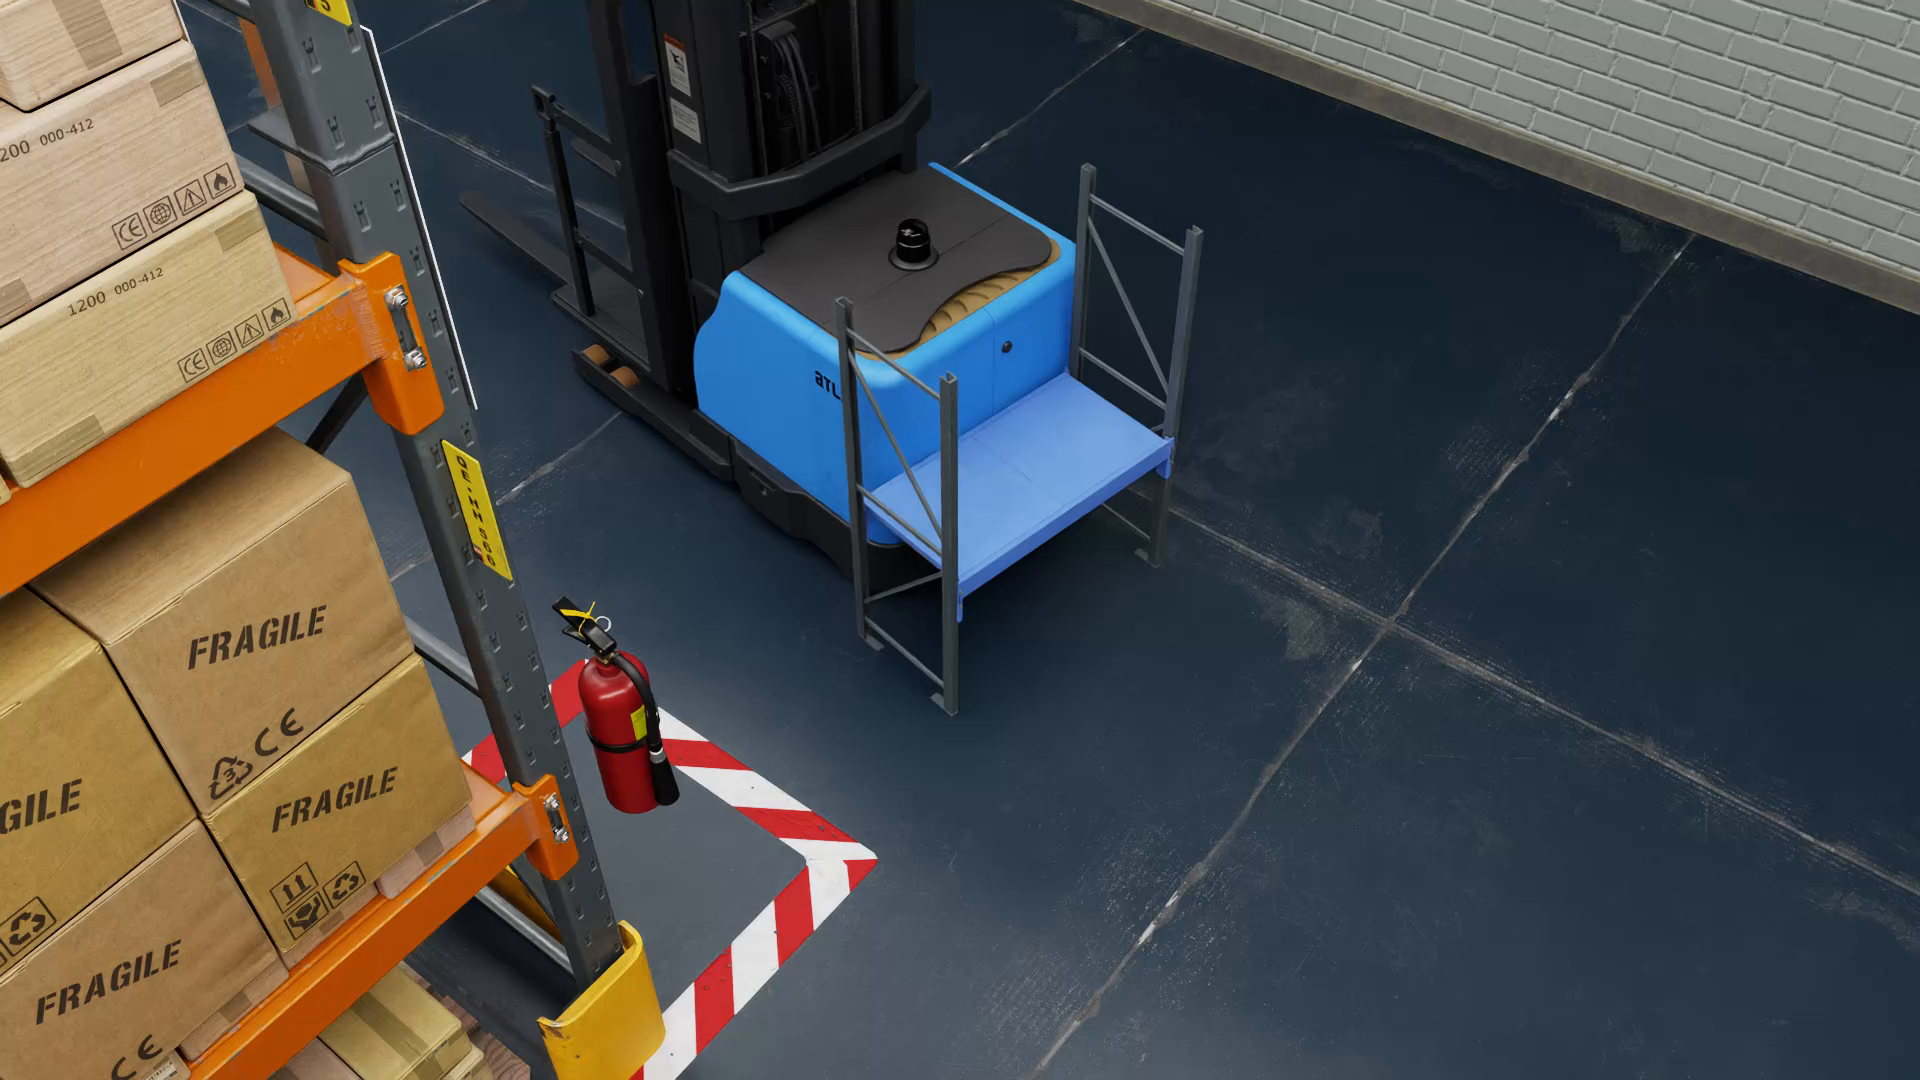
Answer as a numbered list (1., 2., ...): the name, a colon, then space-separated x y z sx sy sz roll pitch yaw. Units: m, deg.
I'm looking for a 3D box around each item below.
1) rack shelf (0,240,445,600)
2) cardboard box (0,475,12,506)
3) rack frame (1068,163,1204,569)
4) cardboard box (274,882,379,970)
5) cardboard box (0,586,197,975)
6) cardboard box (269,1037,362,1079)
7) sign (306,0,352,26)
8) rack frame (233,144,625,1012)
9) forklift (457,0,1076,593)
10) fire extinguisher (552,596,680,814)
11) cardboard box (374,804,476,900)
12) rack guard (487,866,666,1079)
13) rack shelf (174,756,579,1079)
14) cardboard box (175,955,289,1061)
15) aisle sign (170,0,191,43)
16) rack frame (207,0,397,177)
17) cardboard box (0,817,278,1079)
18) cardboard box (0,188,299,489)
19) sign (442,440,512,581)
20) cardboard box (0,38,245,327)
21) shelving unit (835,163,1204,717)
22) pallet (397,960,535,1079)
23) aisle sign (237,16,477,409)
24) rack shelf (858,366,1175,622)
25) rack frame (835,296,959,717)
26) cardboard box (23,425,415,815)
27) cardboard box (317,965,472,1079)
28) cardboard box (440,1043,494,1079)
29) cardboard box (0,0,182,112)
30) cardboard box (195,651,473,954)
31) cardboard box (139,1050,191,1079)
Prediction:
1. rack shelf: -2.579 0.556 2.068 1.077 0.370 4.000 29 53 25
2. cardboard box: -1.732 -0.113 2.313 0.500 0.250 0.500 29 53 25
3. rack frame: 0.565 -0.551 5.739 0.032 1.500 0.500 -33 55 -28
4. cardboard box: -1.514 0.723 3.658 0.380 0.149 0.250 29 53 25
5. cardboard box: -1.749 0.378 2.848 0.500 0.500 0.500 27 52 24
6. cardboard box: -1.679 1.367 4.140 0.380 0.149 0.250 30 53 26
7. sign: -0.930 -0.886 2.335 0.100 0.325 0.005 29 53 25
8. rack frame: -1.357 0.199 3.985 1.000 3.000 0.127 29 53 25
9. forklift: -0.941 -1.784 5.928 1.130 2.935 3.031 -36 56 -29
10. fire extinguisher: -0.837 0.415 4.091 0.296 0.674 0.183 29 53 25
11. cardboard box: -1.332 0.597 3.779 0.380 0.149 0.250 29 53 25
12. rack guard: -1.403 1.106 4.848 1.175 0.500 0.348 29 53 25
13. rack shelf: -2.579 1.592 3.152 1.077 0.370 4.000 29 53 25
14. cardboard box: -1.655 0.873 3.515 0.380 0.149 0.250 29 53 25
15. aisle sign: -1.549 -0.873 3.212 0.394 0.787 0.004 29 53 25
16. rack frame: -1.357 -1.873 1.816 1.000 3.000 0.127 29 53 25
17. cardboard box: -1.747 0.725 3.208 0.500 0.500 0.500 28 53 24
18. cardboard box: -1.425 -0.408 2.595 0.500 0.250 0.500 28 52 24
19. sign: -0.930 -0.053 3.207 0.100 0.325 0.005 29 53 25
20. cardboard box: -1.437 -0.582 2.415 0.500 0.250 0.500 28 52 24
21. shelving unit: 0.190 -0.303 5.502 1.048 1.500 0.538 -33 55 -28
22. pallet: -1.928 1.655 4.523 1.003 0.211 1.213 29 53 25
23. aisle sign: -1.074 -0.608 2.958 0.394 0.787 0.004 29 53 25
24. rack shelf: 0.190 -0.178 5.632 1.000 0.185 0.538 -33 55 -28
25. rack frame: -0.185 -0.055 5.265 0.032 1.500 0.500 -33 55 -28
26. cardboard box: -1.440 0.088 3.125 0.500 0.500 0.500 28 52 24
27. cardboard box: -1.480 1.248 4.253 0.380 0.149 0.250 30 53 25
28. cardboard box: -1.453 1.364 4.348 0.380 0.149 0.250 28 52 24
29. cardboard box: -1.327 -0.775 2.324 0.380 0.149 0.250 29 53 25
30. cardboard box: -1.428 0.433 3.487 0.500 0.500 0.500 30 53 26
31. cardboard box: -1.793 1.030 3.366 0.380 0.149 0.250 31 54 26
